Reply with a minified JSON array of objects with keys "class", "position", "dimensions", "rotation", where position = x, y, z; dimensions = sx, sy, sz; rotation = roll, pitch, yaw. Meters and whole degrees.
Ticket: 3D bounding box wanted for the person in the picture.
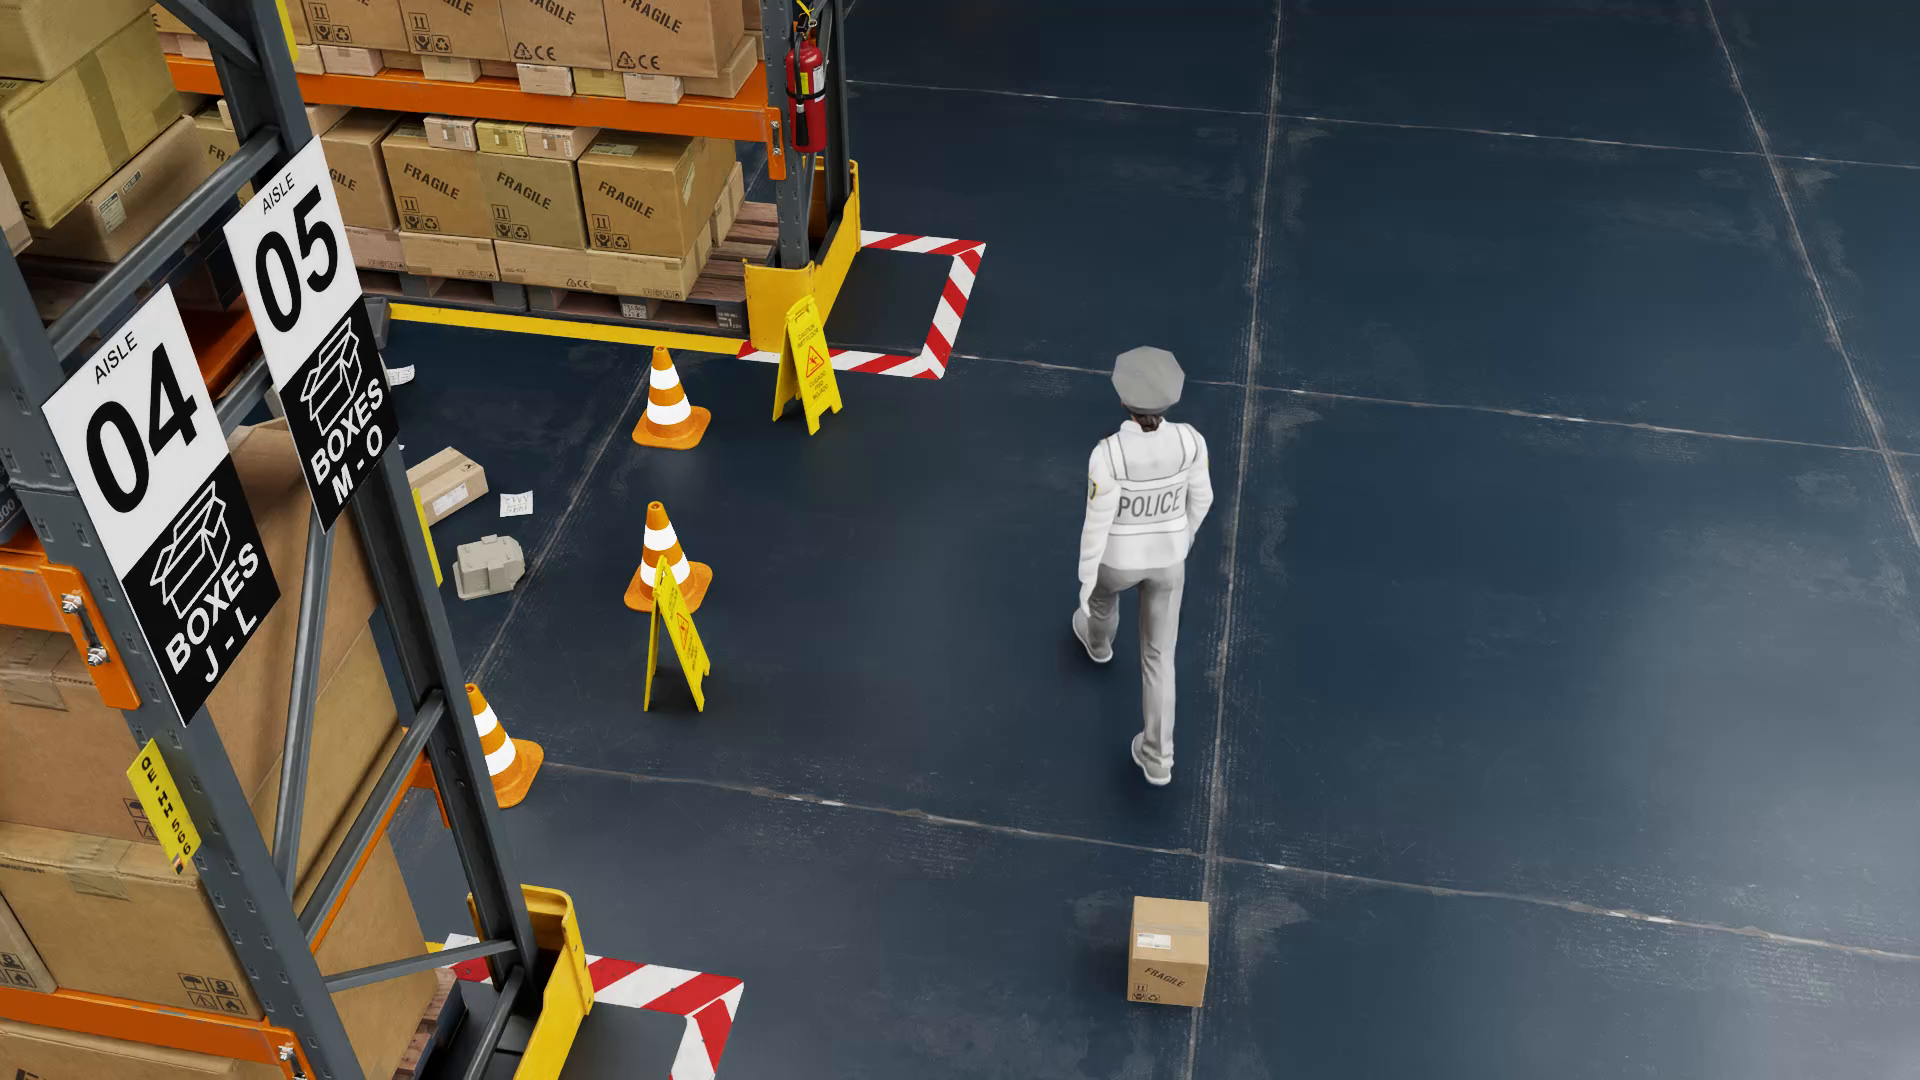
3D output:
[{"class":"person","position":[0.670,0.039,6.104],"dimensions":[0.511,1.626,1.030],"rotation":[-4,41,-5]}]
